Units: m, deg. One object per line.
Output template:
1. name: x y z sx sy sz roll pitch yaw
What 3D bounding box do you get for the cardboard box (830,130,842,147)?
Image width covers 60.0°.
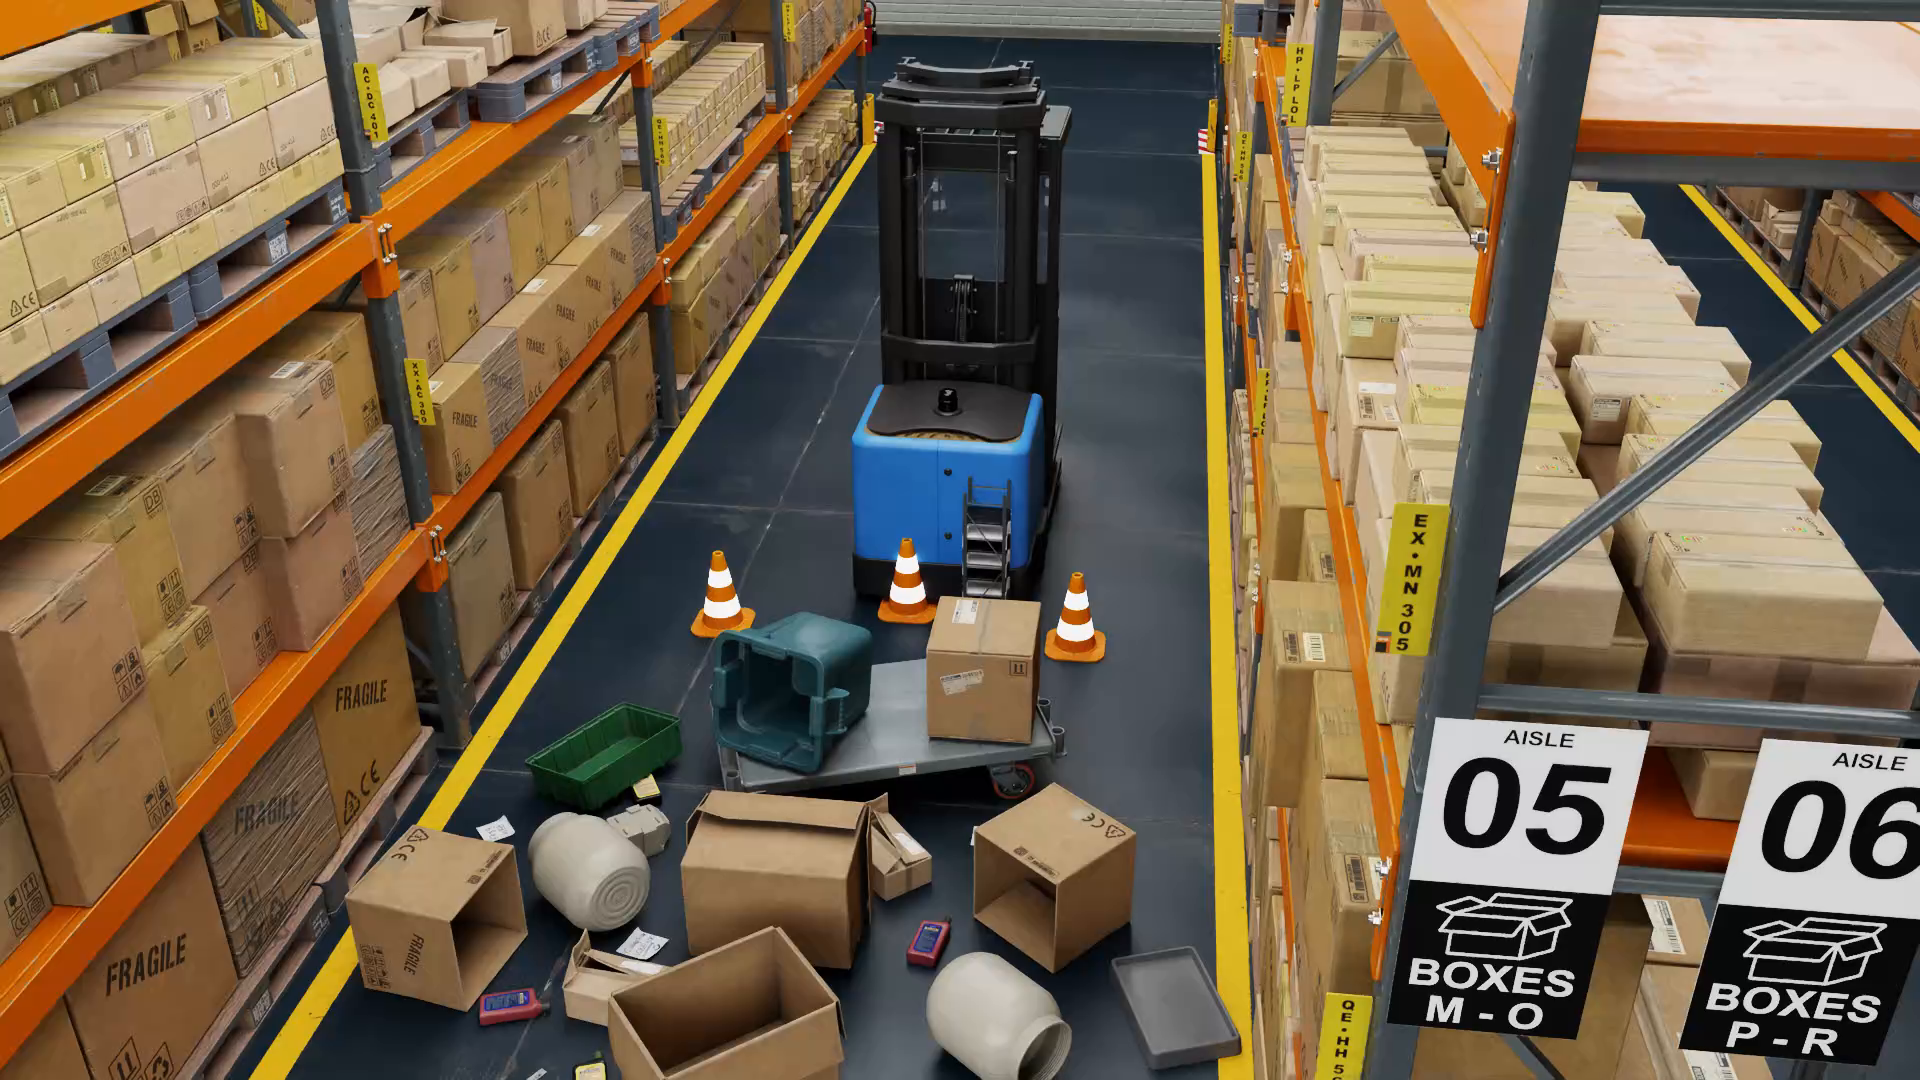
1. cardboard box: -1.458 -4.249 17.516 0.380 0.149 0.250 4 29 7

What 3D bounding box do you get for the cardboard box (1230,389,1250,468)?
1. cardboard box: 2.302 -0.700 11.006 0.950 0.372 0.625 1 28 3

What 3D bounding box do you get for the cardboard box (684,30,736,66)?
1. cardboard box: -2.275 -4.479 15.274 0.500 0.500 0.500 3 28 6

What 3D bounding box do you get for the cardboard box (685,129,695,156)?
1. cardboard box: -2.195 -2.970 12.402 0.380 0.149 0.250 3 29 6

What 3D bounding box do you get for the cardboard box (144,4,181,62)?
1. cardboard box: -7.130 -4.258 14.120 0.797 0.503 0.637 4 29 7

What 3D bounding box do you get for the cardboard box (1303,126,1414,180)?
1. cardboard box: 1.528 -1.486 6.399 0.380 0.149 0.250 3 28 5

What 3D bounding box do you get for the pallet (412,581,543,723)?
1. pallet: -3.015 0.566 9.269 1.003 0.211 1.213 3 28 6

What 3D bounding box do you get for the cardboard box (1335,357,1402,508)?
1. cardboard box: 1.318 -0.294 4.608 0.500 0.250 0.500 4 29 8

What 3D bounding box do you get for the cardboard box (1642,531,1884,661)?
1. cardboard box: 1.647 0.112 3.432 0.380 0.149 0.250 3 28 6

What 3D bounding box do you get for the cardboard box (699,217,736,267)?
1. cardboard box: -2.084 -2.373 13.186 0.500 0.250 0.500 4 29 7

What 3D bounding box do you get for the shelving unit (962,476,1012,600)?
1. shelving unit: 0.150 0.097 9.414 0.258 0.900 0.210 4 29 7

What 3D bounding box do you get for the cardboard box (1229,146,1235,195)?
1. cardboard box: 2.344 -2.843 12.815 0.500 0.250 0.500 3 28 5

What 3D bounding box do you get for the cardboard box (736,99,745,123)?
1. cardboard box: -2.001 -3.578 13.843 0.380 0.149 0.250 2 28 4

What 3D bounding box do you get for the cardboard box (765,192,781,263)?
1. cardboard box: -1.895 -2.781 14.735 0.500 0.500 0.500 3 28 5

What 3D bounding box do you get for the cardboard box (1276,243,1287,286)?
1. cardboard box: 1.805 -1.385 8.405 0.380 0.149 0.250 2 28 4

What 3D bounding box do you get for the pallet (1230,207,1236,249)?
1. pallet: 3.042 -2.945 15.787 1.003 0.211 1.213 3 28 6

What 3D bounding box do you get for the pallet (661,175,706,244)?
1. pallet: -2.563 -2.434 12.100 1.213 0.211 1.003 3 28 6

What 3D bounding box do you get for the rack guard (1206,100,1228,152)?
1. rack guard: 3.364 -4.613 18.578 1.175 0.500 0.348 3 28 6

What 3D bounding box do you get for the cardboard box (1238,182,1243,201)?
1. cardboard box: 2.247 -2.575 11.791 0.500 0.250 0.500 3 28 5

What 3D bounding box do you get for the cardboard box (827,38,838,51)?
1. cardboard box: -1.477 -5.185 17.268 0.380 0.149 0.250 2 28 4

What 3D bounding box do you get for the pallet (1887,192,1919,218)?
1. pallet: 7.541 -2.481 12.188 1.003 0.211 1.213 3 28 6

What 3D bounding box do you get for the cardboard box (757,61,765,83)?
1. cardboard box: -1.907 -4.066 14.436 0.380 0.149 0.250 4 29 8

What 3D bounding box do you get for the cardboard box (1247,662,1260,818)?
1. cardboard box: 1.551 0.904 7.368 0.500 0.500 0.500 5 29 9

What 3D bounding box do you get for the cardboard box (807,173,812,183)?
1. cardboard box: -1.699 -3.639 16.697 0.380 0.149 0.250 2 28 4

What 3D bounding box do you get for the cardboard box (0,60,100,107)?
1. cardboard box: -3.478 -1.693 6.235 0.380 0.149 0.250 3 28 6

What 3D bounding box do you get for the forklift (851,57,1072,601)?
1. forklift: 0.090 -1.586 10.396 1.130 2.935 3.031 4 29 7

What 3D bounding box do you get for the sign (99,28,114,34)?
1. sign: -3.574 -2.008 7.067 0.100 0.325 0.005 3 28 6

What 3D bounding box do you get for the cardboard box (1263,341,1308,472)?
1. cardboard box: 1.622 -0.475 6.787 0.700 0.500 0.500 3 28 6

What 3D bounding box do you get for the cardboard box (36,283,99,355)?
1. cardboard box: -2.979 -0.707 5.245 0.380 0.149 0.250 4 29 7

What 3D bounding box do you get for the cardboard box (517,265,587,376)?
1. cardboard box: -2.515 -1.282 9.653 0.500 0.500 0.500 4 29 7

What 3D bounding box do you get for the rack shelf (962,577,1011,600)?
1. rack shelf: 0.150 0.285 9.515 0.258 0.077 0.200 4 29 7

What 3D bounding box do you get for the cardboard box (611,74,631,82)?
1. cardboard box: -2.716 -3.629 13.310 0.380 0.149 0.250 4 29 8

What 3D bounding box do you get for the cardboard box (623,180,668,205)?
1. cardboard box: -2.289 -2.450 11.749 0.380 0.149 0.250 3 28 5

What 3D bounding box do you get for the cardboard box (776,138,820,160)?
1. cardboard box: -1.610 -3.889 16.534 0.380 0.149 0.250 4 29 7

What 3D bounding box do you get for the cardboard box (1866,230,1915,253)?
1. cardboard box: 7.492 -2.363 13.275 0.380 0.149 0.250 3 28 5

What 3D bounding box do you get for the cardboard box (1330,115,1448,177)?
1. cardboard box: 1.819 -1.777 7.230 0.500 0.250 0.500 3 28 5

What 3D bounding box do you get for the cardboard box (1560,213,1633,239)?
1. cardboard box: 1.956 -0.962 5.426 0.380 0.149 0.250 3 28 5

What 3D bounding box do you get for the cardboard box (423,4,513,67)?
1. cardboard box: -2.595 -2.653 8.735 0.396 0.266 0.258 3 28 6

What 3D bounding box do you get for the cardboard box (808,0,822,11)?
1. cardboard box: -1.616 -5.354 15.843 0.500 0.500 0.500 4 29 7

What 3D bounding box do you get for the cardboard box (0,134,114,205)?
1. cardboard box: -2.948 -1.178 5.280 0.380 0.149 0.250 4 29 7

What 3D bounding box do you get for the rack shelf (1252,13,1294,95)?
1. rack shelf: 2.626 -3.882 12.181 1.077 0.370 4.000 3 28 6

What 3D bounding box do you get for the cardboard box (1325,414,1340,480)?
1. cardboard box: 1.311 -0.291 5.022 0.380 0.149 0.250 3 28 6

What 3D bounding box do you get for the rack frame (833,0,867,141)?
1. rack frame: -1.564 -5.943 18.410 1.000 3.000 0.127 3 28 6

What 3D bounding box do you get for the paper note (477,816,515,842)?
1. paper note: -2.218 1.382 7.944 0.147 0.020 0.142 -17 33 -29

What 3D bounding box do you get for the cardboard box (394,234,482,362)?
1. cardboard box: -2.918 -1.255 8.549 0.700 0.500 0.500 3 28 5

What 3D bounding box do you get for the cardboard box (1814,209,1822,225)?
1. cardboard box: 8.166 -2.964 15.445 0.380 0.149 0.250 3 28 6

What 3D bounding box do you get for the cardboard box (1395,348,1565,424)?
1. cardboard box: 1.351 -0.380 4.346 0.380 0.149 0.250 3 28 6

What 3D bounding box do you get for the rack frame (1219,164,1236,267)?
1. rack frame: 2.871 -3.820 14.470 1.000 3.000 0.127 3 28 6

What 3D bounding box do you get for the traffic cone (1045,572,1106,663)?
1. traffic cone: 0.653 0.398 9.316 0.336 0.463 0.334 3 28 6

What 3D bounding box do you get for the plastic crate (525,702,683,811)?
1. plastic crate: -1.755 1.076 8.285 0.450 0.188 0.662 9 28 37

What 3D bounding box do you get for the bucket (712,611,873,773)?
1. bucket: -0.763 0.676 7.974 0.726 0.611 0.620 14 21 24

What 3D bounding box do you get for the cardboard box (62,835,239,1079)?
1. cardboard box: -3.401 1.602 6.203 0.875 0.875 0.875 3 28 5

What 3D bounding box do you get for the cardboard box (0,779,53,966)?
1. cardboard box: -3.478 1.085 5.207 0.875 0.550 0.550 3 28 6

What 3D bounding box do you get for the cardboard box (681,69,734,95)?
1. cardboard box: -2.041 -3.709 13.458 0.380 0.149 0.250 2 28 5
